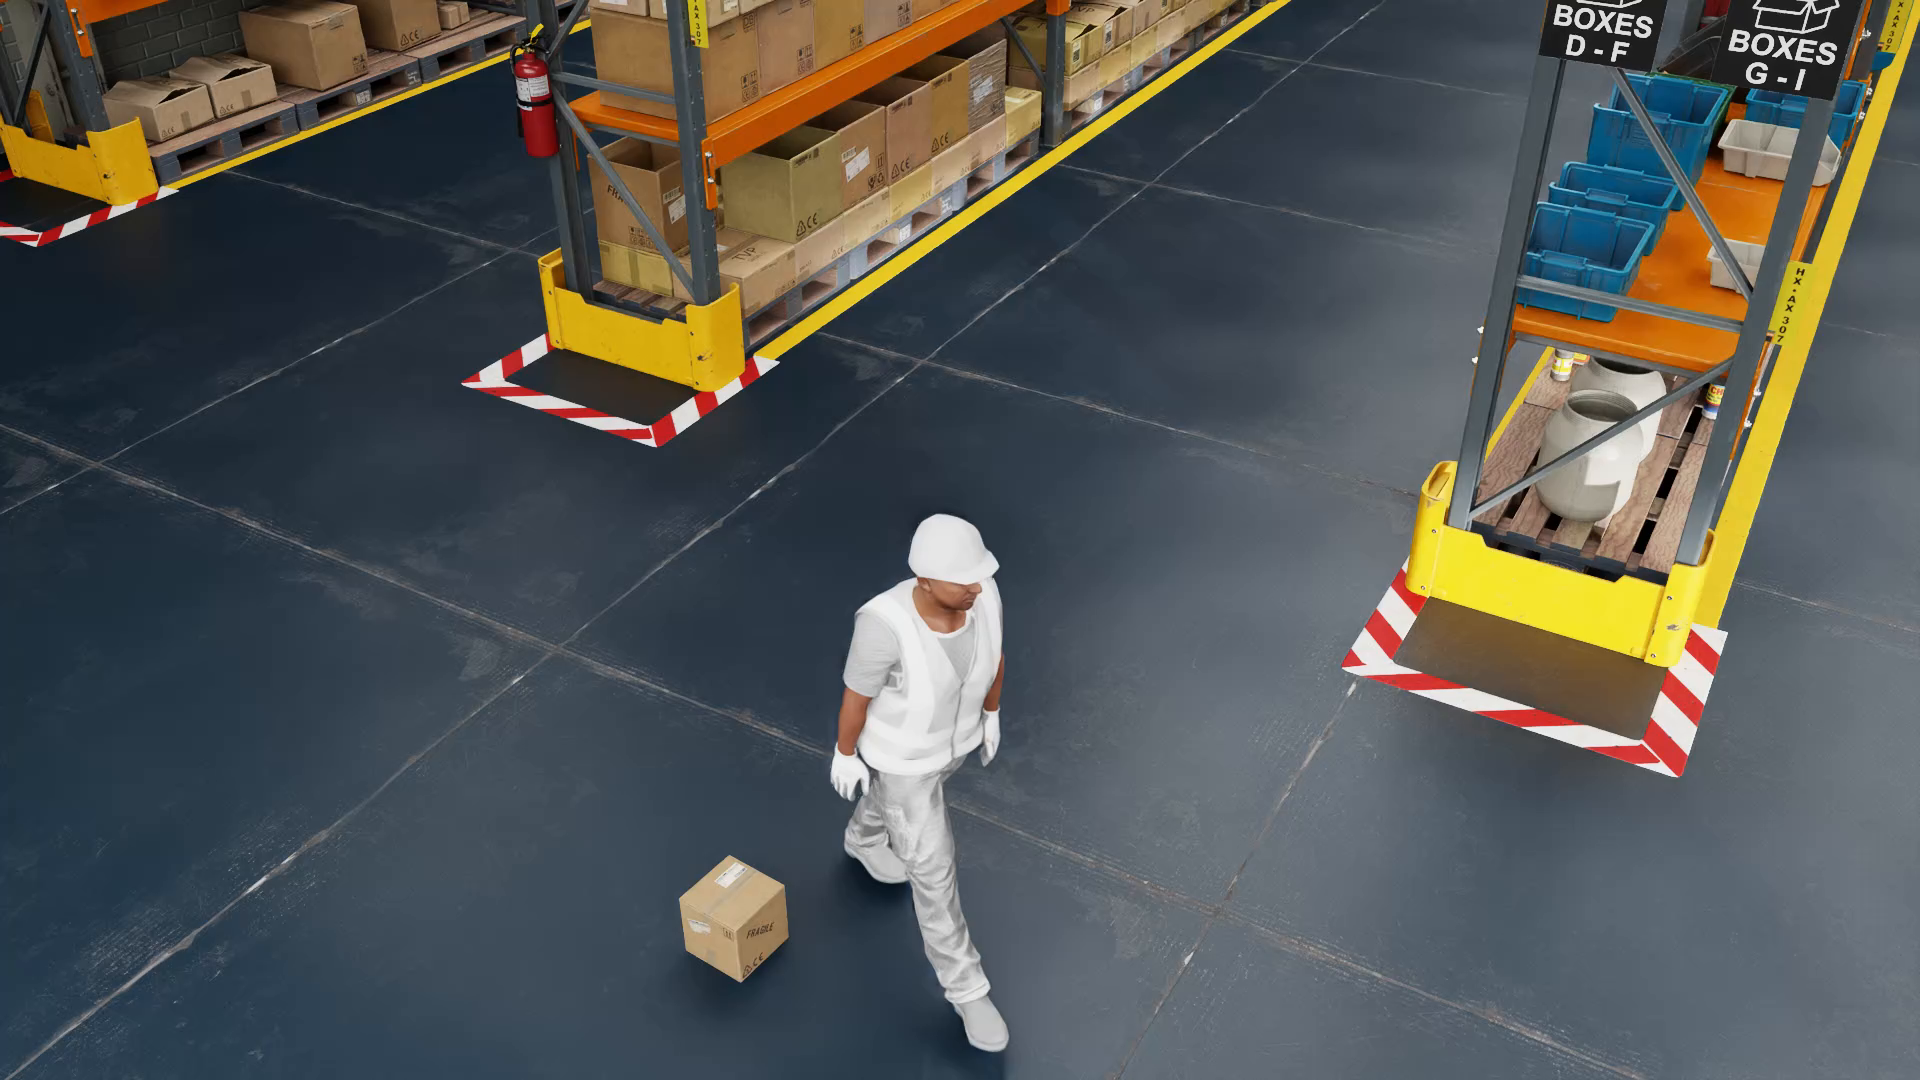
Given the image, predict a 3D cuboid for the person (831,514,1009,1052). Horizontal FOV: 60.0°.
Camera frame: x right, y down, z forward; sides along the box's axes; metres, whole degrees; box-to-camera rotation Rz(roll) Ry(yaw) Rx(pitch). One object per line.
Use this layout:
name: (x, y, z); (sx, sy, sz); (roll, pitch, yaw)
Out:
person: (-0.069, 0.634, 5.197); (0.581, 1.713, 1.072); (-28, 43, -35)
